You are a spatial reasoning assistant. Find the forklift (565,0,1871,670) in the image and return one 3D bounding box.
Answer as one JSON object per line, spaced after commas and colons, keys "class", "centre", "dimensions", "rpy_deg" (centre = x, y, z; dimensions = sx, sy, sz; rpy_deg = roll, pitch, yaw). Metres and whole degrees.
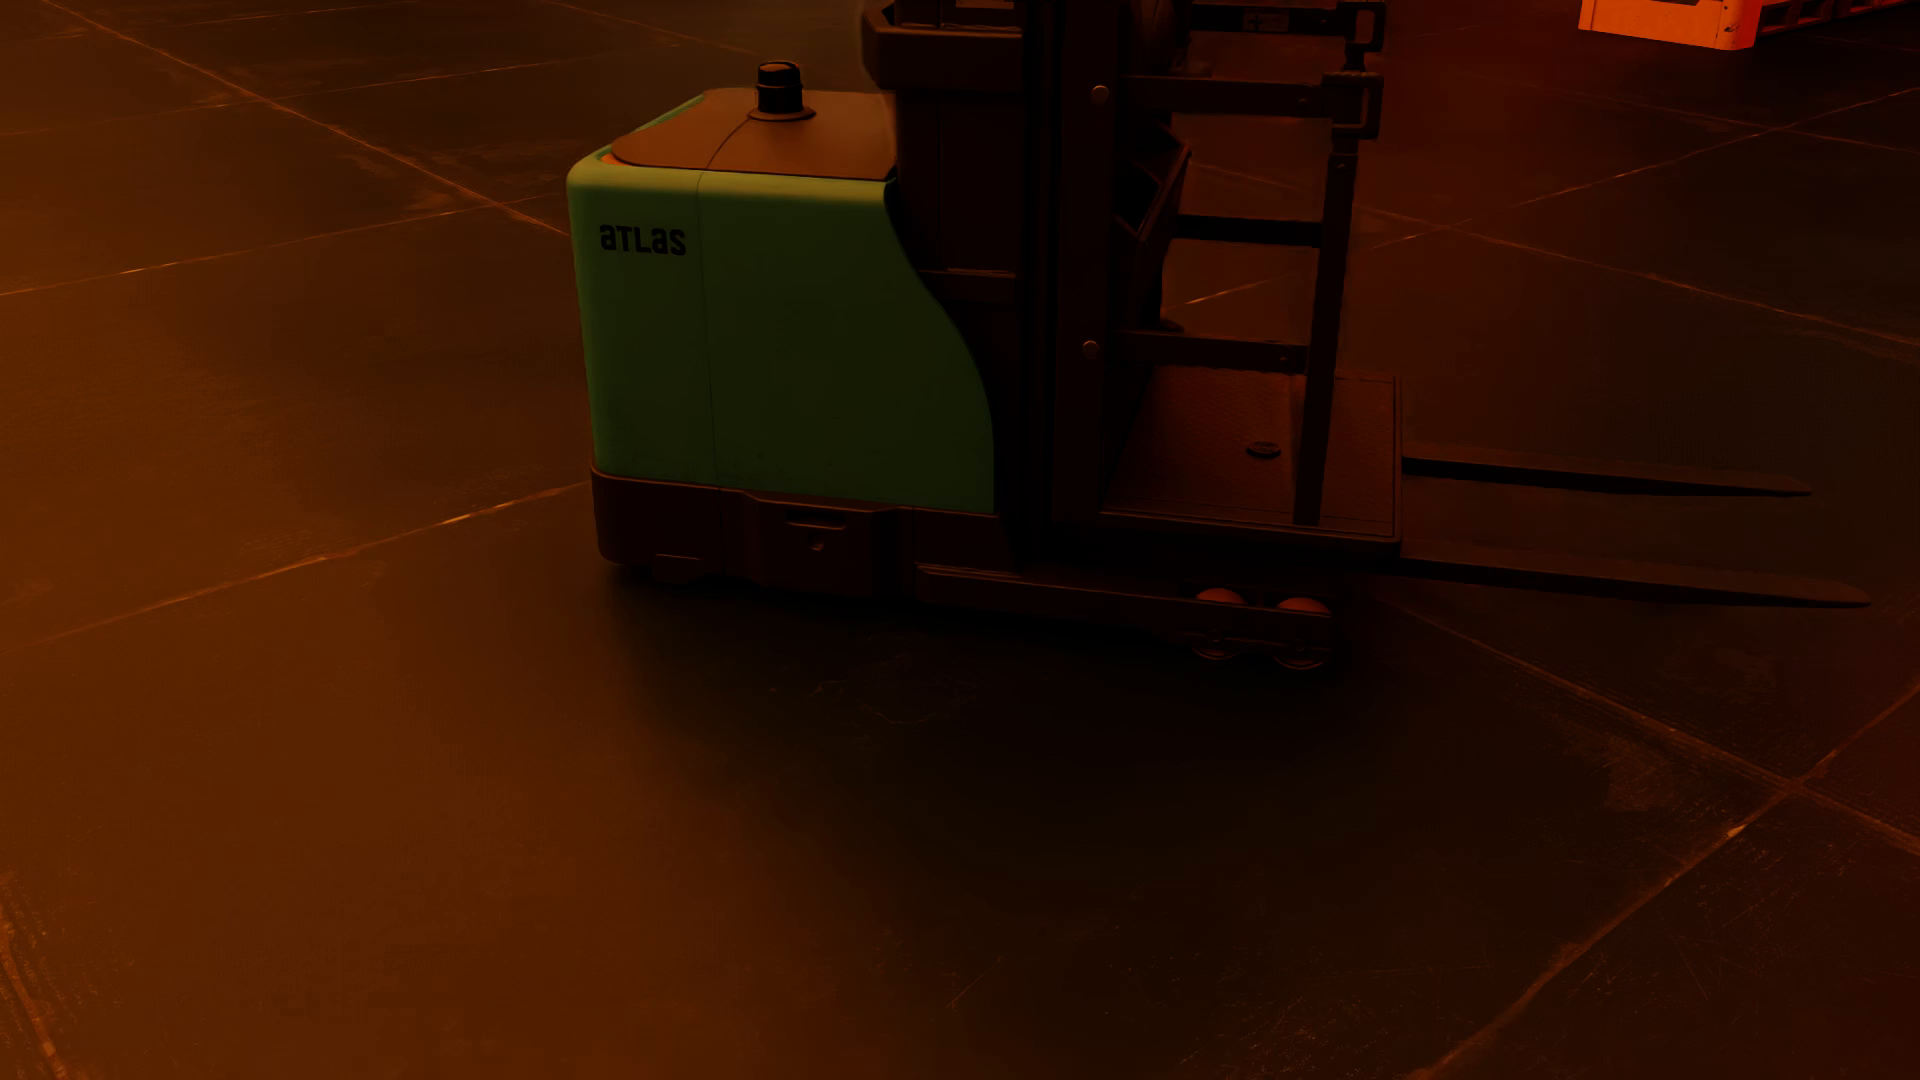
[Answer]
{"class": "forklift", "centre": [0.638, -1.269, 3.762], "dimensions": [3.031, 2.935, 1.130], "rpy_deg": [6, 27, 12]}
